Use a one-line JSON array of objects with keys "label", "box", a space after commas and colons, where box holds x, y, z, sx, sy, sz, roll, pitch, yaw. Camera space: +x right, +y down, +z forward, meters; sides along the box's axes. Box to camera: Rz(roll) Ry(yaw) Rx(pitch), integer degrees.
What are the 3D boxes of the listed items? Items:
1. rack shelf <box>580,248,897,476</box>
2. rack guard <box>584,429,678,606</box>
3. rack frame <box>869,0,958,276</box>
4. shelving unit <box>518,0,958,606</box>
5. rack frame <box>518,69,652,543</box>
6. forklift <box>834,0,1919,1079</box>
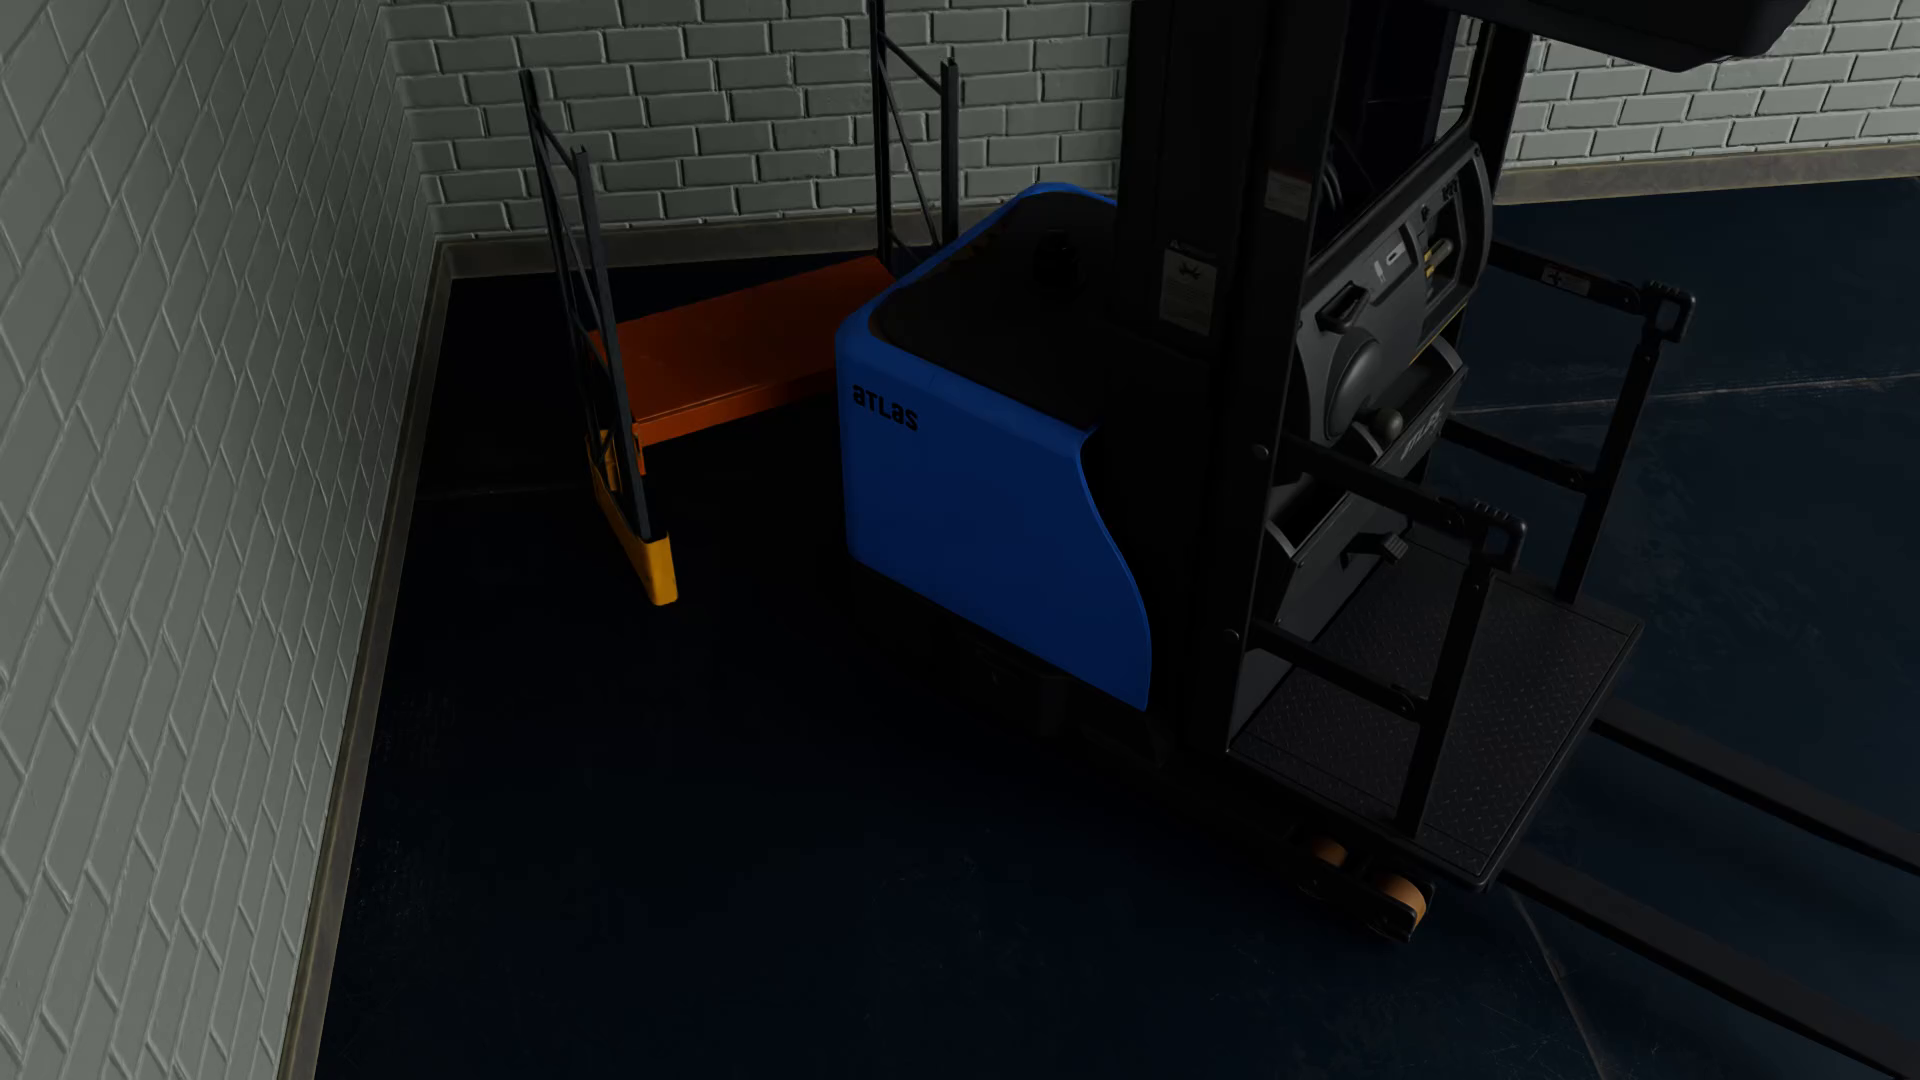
[{"label": "rack shelf", "box": [-0.585, -0.556, 5.015, 1.000, 0.185, 0.538, -19, 45, -20]}, {"label": "rack guard", "box": [-1.020, -0.076, 5.147, 0.087, 0.250, 0.587, -19, 45, -20]}, {"label": "rack frame", "box": [-0.133, -0.845, 5.067, 0.032, 1.500, 0.500, -19, 45, -20]}, {"label": "shelving unit", "box": [-0.577, -0.692, 4.898, 1.083, 1.500, 0.587, -19, 45, -20]}, {"label": "rack frame", "box": [-1.037, -0.534, 4.722, 0.032, 1.500, 0.500, -19, 45, -20]}, {"label": "forklift", "box": [1.144, -0.504, 3.620, 3.031, 2.935, 1.130, 27, 48, 26]}]
